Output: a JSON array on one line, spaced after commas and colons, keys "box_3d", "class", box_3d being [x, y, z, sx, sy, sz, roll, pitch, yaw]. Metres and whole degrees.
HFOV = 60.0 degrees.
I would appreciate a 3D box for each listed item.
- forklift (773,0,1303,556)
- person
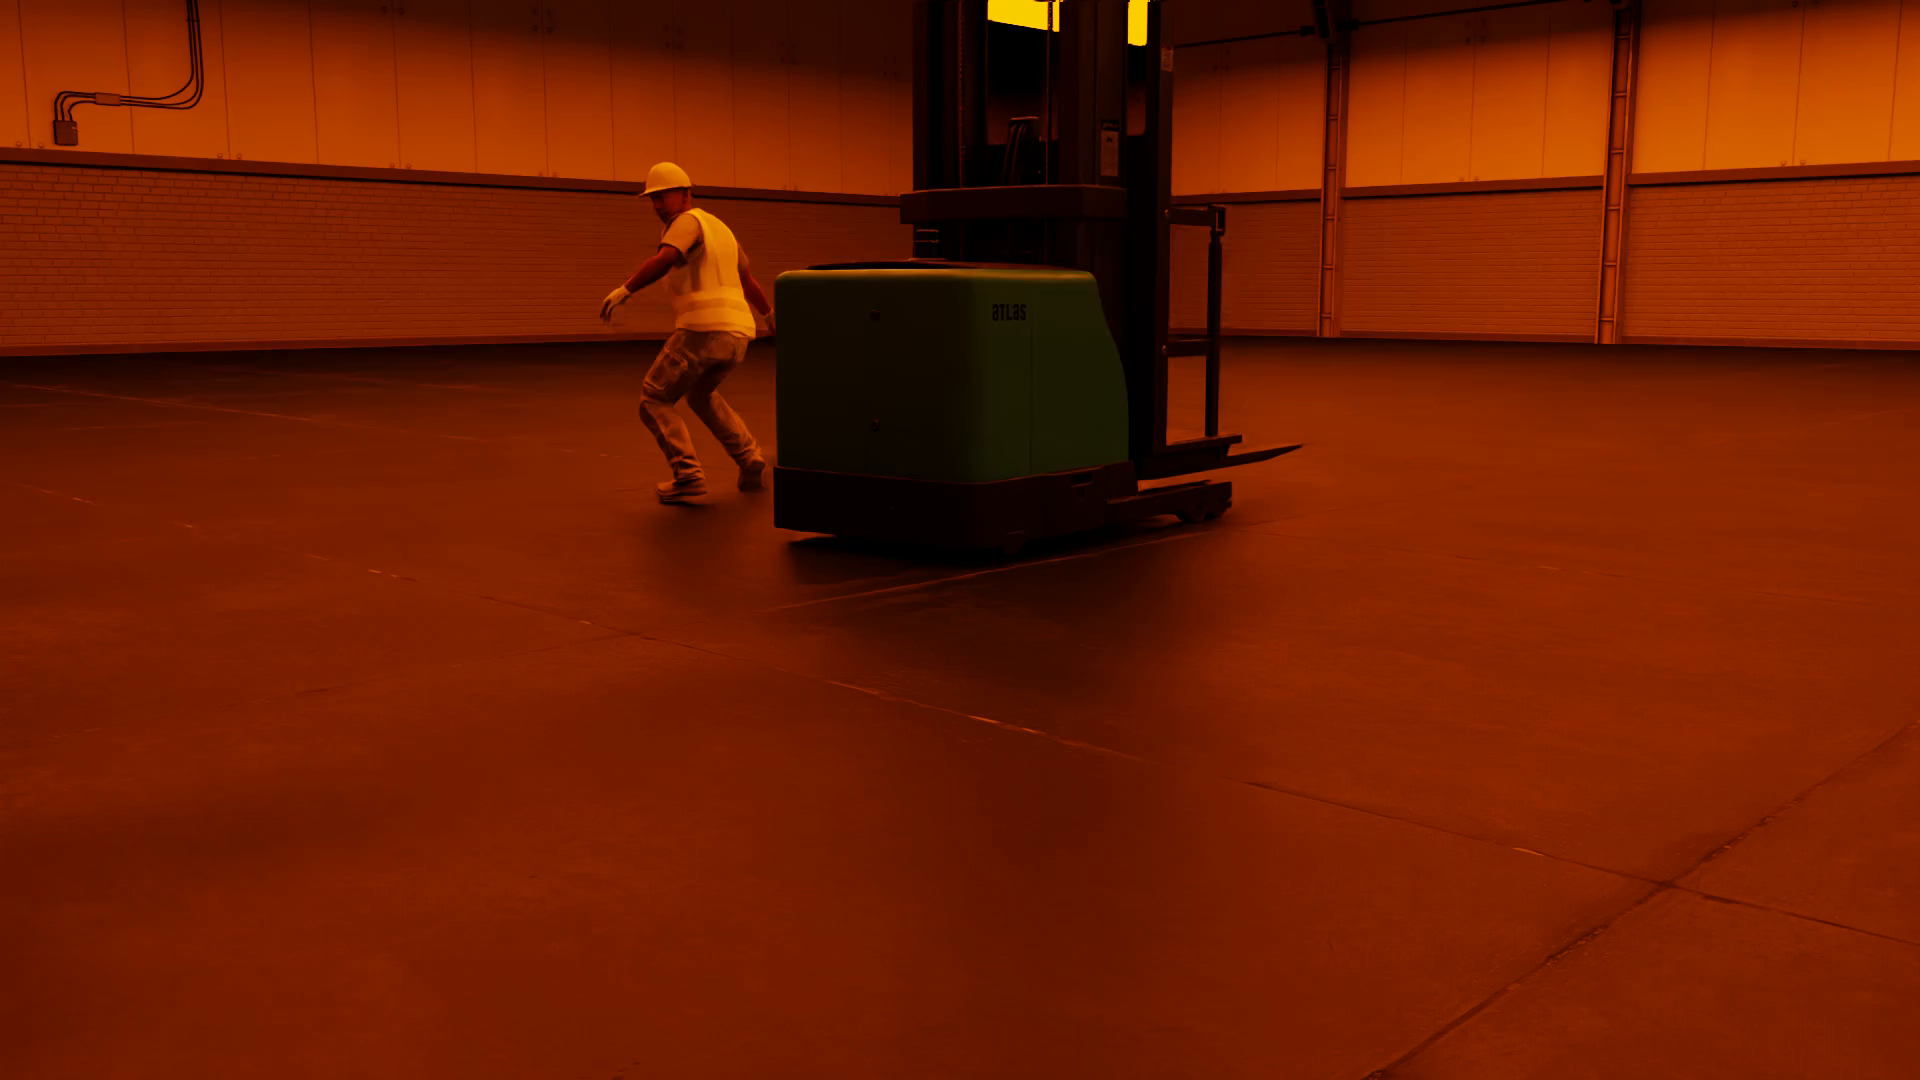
[{"box_3d": [0.557, -1.564, 7.263, 1.130, 2.935, 3.031, 7, 11, 37], "class": "forklift"}, {"box_3d": [-1.249, -0.978, 8.125, 0.552, 1.692, 1.068, 4, 9, 23], "class": "person"}]
